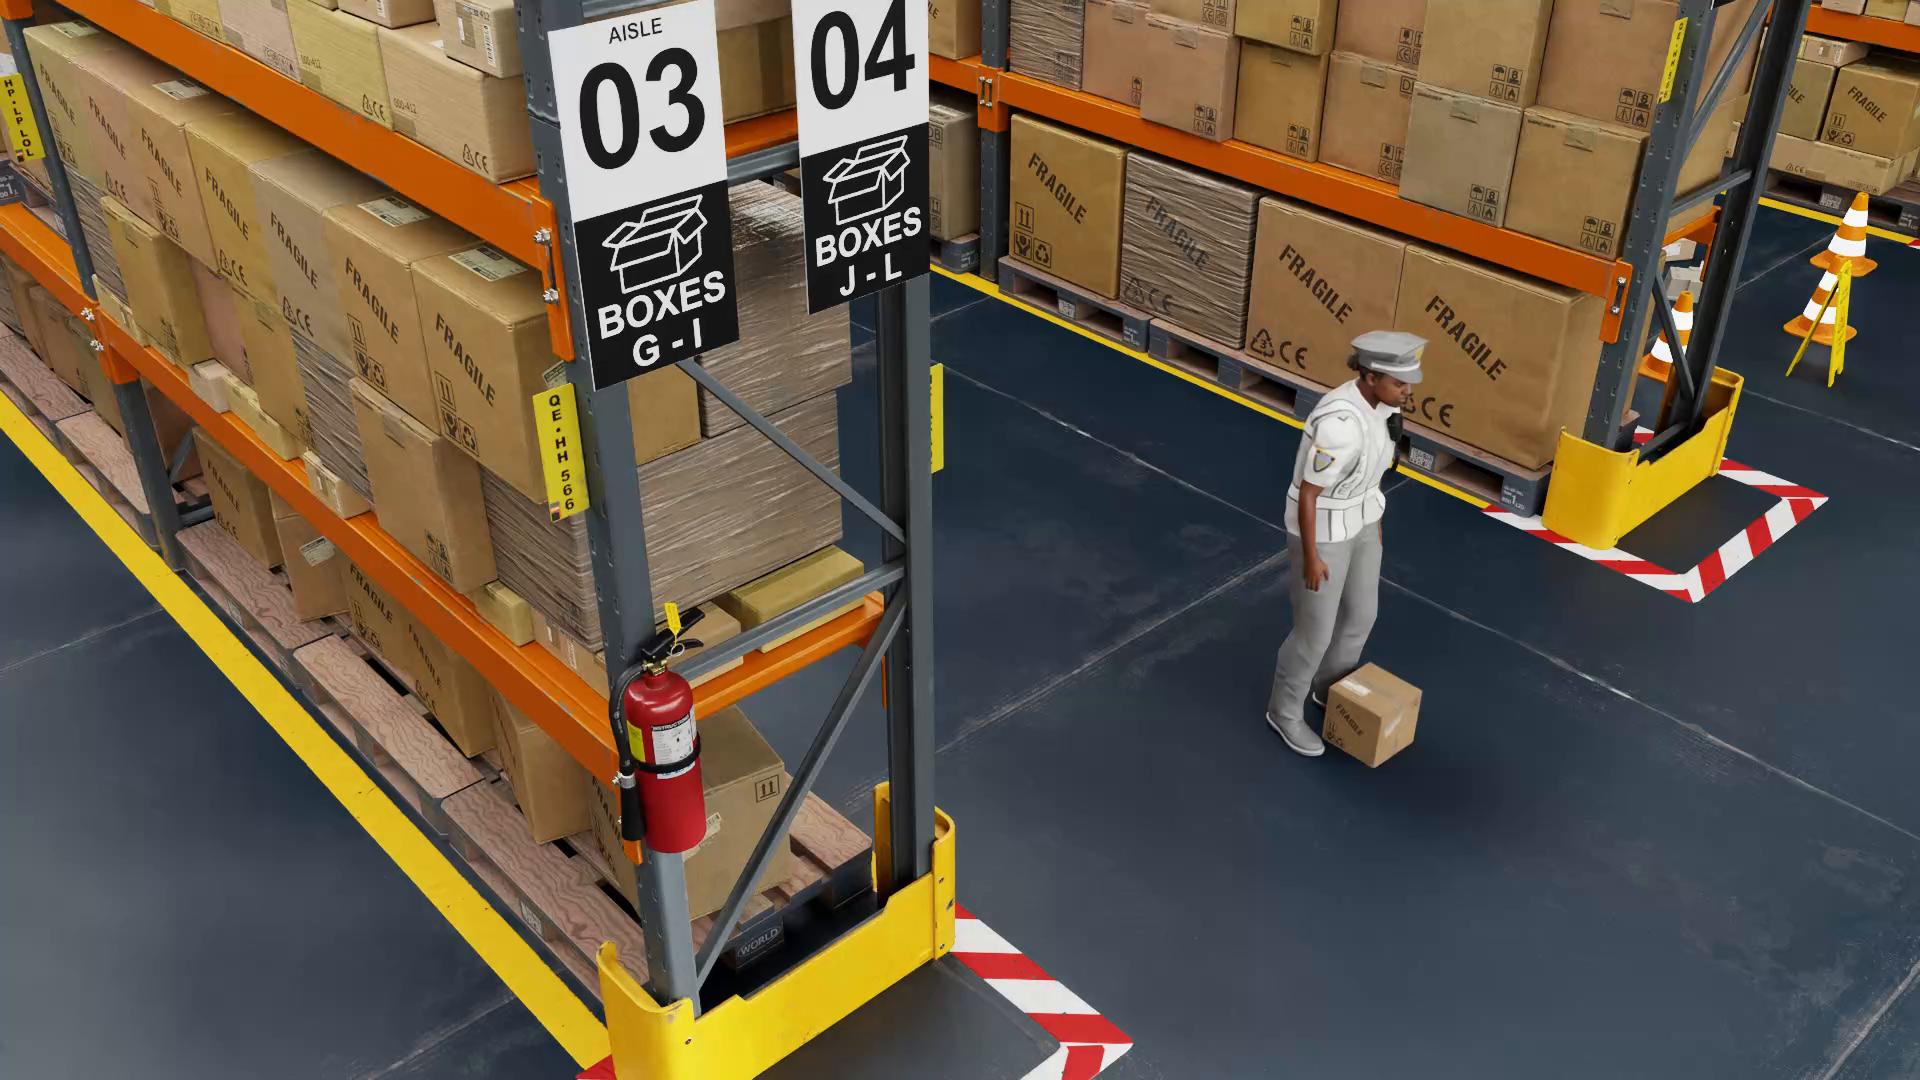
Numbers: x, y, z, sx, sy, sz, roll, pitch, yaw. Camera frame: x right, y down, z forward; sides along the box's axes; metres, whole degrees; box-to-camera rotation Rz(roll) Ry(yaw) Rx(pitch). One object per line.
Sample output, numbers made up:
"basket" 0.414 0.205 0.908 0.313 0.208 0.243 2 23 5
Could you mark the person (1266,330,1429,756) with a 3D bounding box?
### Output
"person" 1.420 -0.005 6.148 0.426 1.656 0.514 28 41 37
